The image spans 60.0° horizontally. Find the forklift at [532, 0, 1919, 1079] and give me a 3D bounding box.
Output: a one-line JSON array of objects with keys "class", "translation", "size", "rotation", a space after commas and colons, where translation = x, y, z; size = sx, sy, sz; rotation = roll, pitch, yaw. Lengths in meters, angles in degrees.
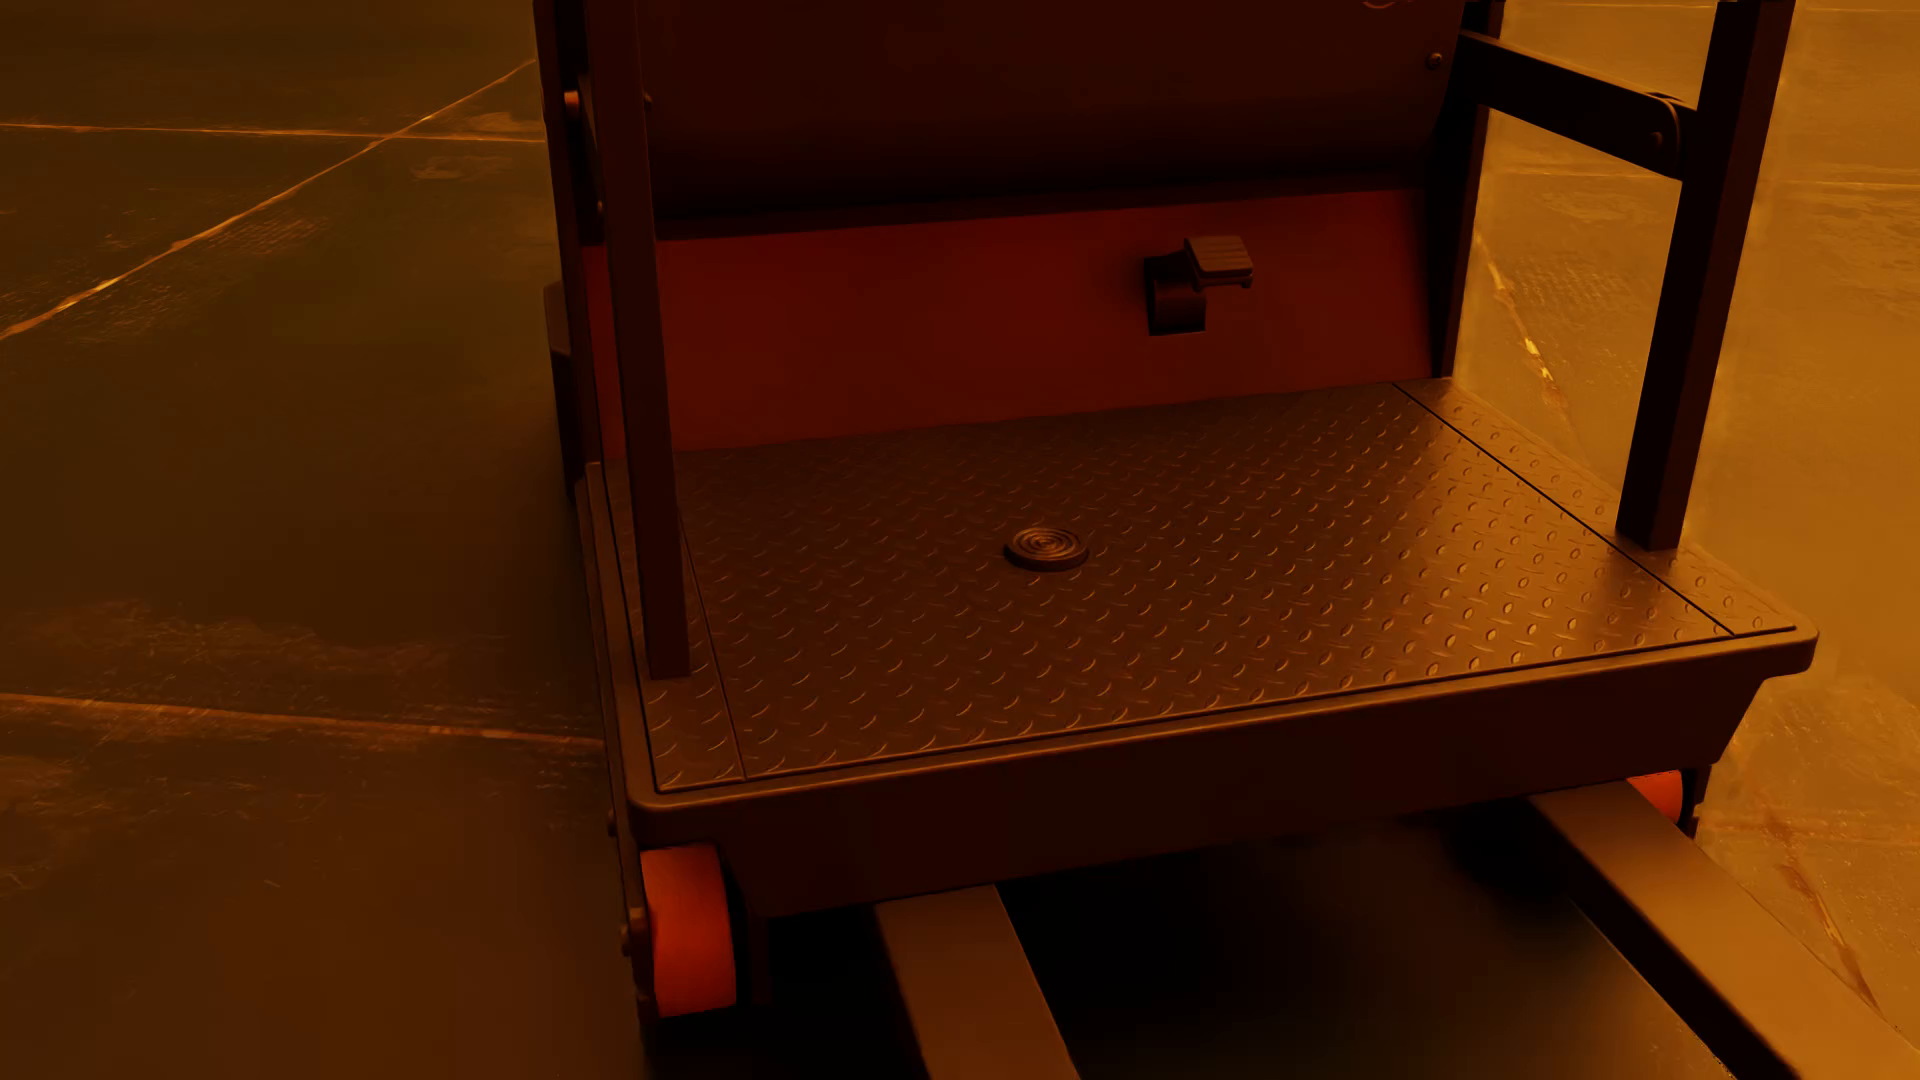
[{"class": "forklift", "translation": [0.153, -1.049, 1.319], "size": [1.130, 2.935, 3.031], "rotation": [-7, 27, -13]}]
